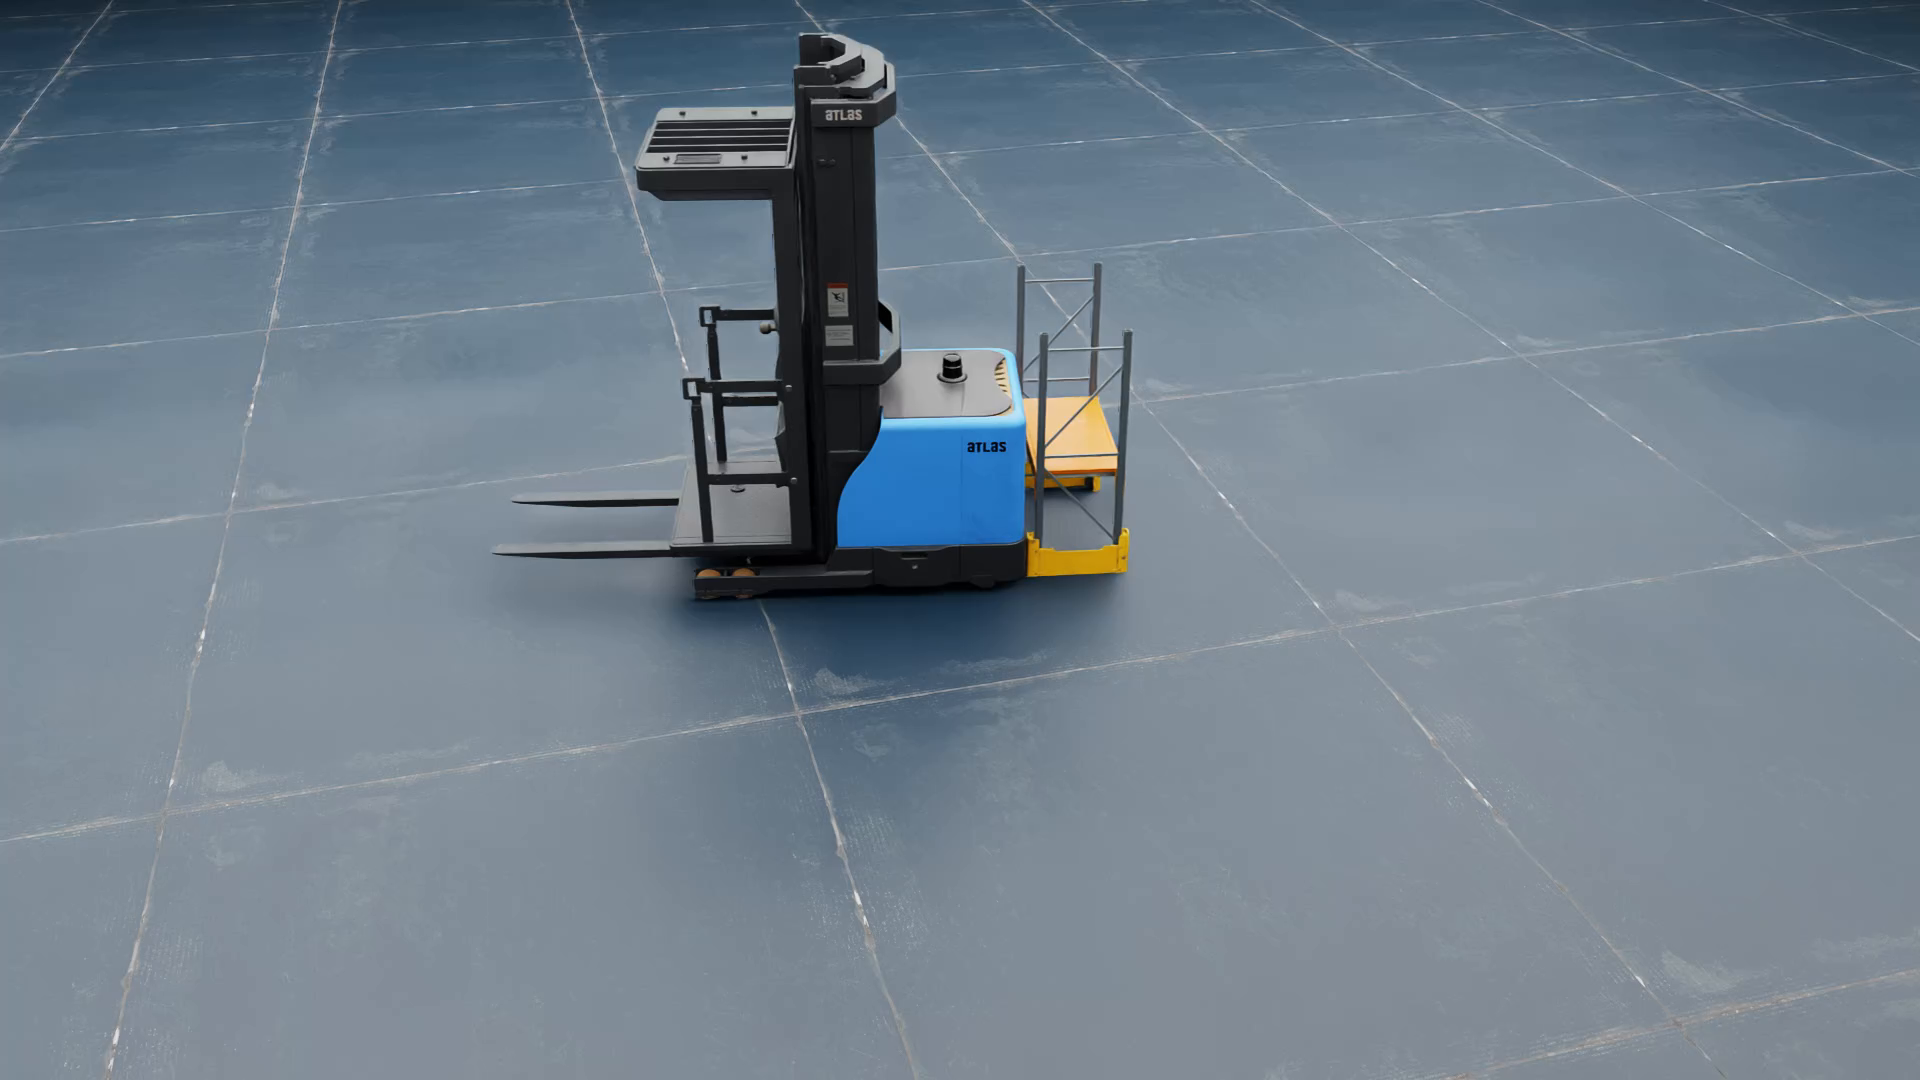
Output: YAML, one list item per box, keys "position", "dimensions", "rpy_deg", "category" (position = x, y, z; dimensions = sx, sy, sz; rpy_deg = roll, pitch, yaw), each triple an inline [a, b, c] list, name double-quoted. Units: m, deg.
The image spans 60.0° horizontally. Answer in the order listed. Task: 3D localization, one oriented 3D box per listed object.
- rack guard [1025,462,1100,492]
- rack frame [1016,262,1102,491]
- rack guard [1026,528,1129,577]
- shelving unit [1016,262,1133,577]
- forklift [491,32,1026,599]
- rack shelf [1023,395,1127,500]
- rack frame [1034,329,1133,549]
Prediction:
- position: [0.591, -0.425, 10.465]
  dimensions: [0.587, 0.250, 0.087]
  rpy_deg: [-3, 30, -4]
  category: "rack guard"
- position: [0.589, -0.975, 10.169]
  dimensions: [0.500, 1.500, 0.032]
  rpy_deg: [-3, 30, -4]
  category: "rack frame"
- position: [0.678, 0.072, 9.606]
  dimensions: [0.587, 0.250, 0.087]
  rpy_deg: [-3, 30, -4]
  category: "rack guard"
- position: [0.634, -0.717, 9.723]
  dimensions: [0.587, 1.500, 1.083]
  rpy_deg: [-3, 30, -4]
  category: "shelving unit"
- position: [-1.158, -1.205, 9.136]
  dimensions: [3.031, 2.935, 1.130]
  rpy_deg: [-1, 30, -2]
  category: "forklift"
- position: [0.633, -0.566, 9.821]
  dimensions: [0.538, 0.185, 1.000]
  rpy_deg: [-3, 30, -4]
  category: "rack shelf"
- position: [0.678, -0.468, 9.292]
  dimensions: [0.500, 1.500, 0.032]
  rpy_deg: [-3, 30, -4]
  category: "rack frame"
